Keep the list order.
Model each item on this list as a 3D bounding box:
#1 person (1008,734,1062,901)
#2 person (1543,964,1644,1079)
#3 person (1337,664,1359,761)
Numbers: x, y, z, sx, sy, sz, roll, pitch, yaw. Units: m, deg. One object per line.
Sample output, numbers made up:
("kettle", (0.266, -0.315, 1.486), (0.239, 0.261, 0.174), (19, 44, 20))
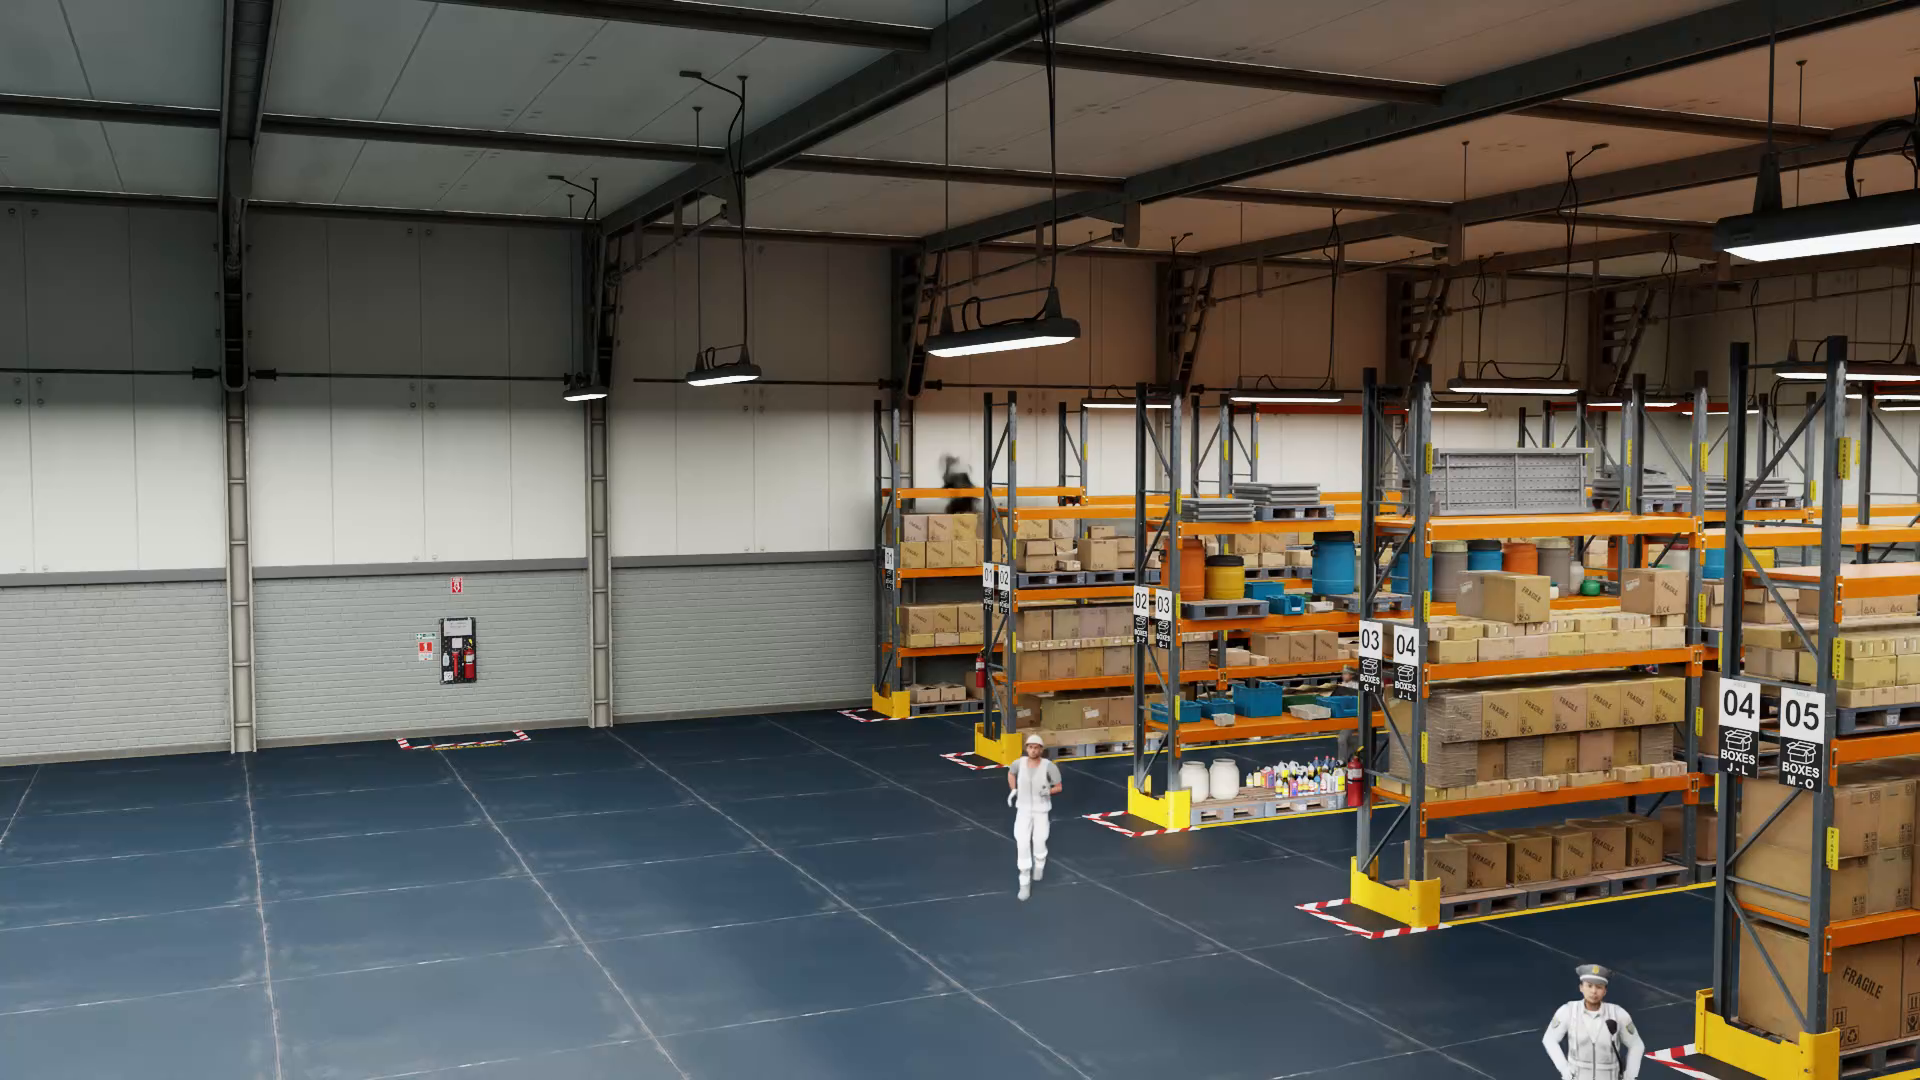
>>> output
("person", (0.854, 3.141, 19.149), (0.646, 1.822, 0.933), (0, 3, 8))
("person", (4.308, 3.691, 11.320), (0.650, 1.662, 0.547), (1, 3, 17))
("person", (6.058, 2.799, 25.914), (0.824, 1.736, 0.590), (-1, 4, -24))
